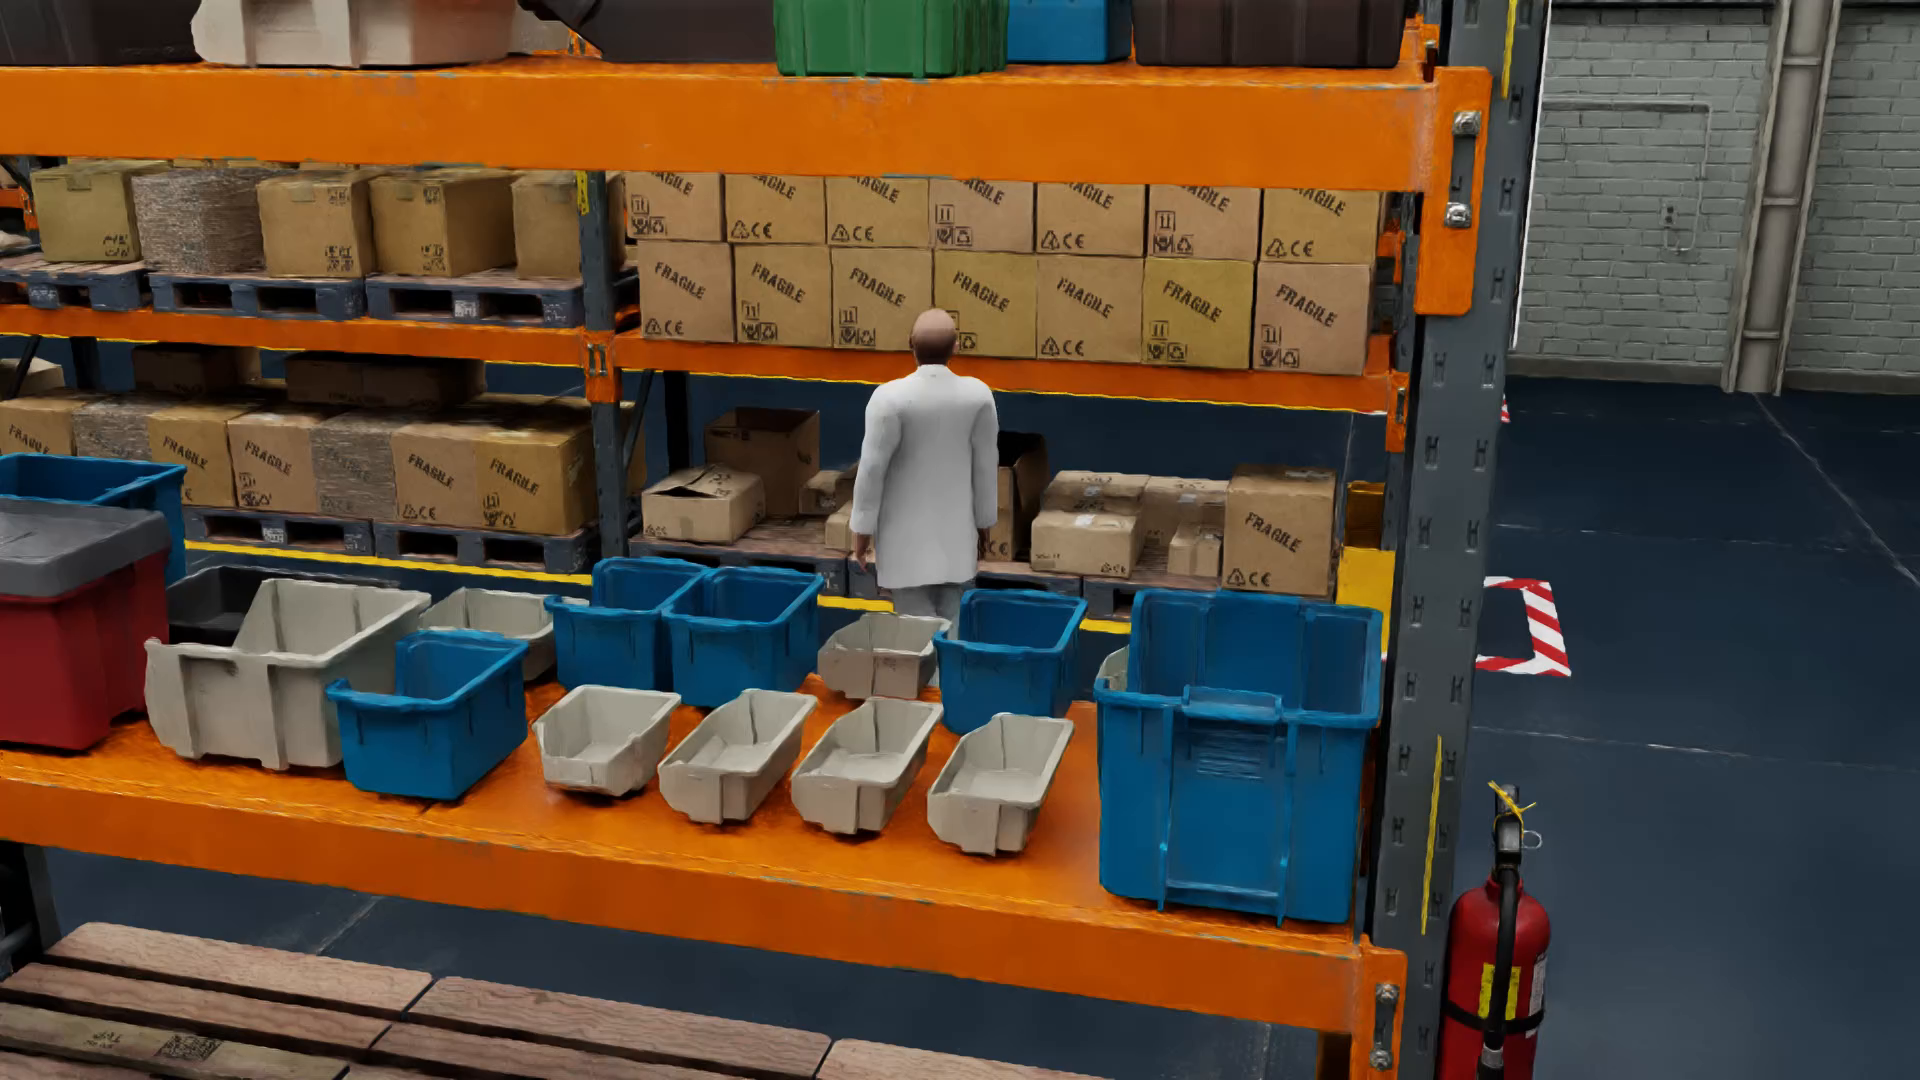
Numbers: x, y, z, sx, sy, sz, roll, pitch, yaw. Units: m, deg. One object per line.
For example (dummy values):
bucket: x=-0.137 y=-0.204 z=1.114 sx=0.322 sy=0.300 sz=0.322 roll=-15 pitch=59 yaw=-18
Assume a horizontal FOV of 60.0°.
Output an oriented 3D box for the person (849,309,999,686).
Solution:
person: x=-0.139 y=-0.052 z=6.683 sx=0.629 sy=1.763 sz=0.485 roll=-7 pitch=19 yaw=-21
